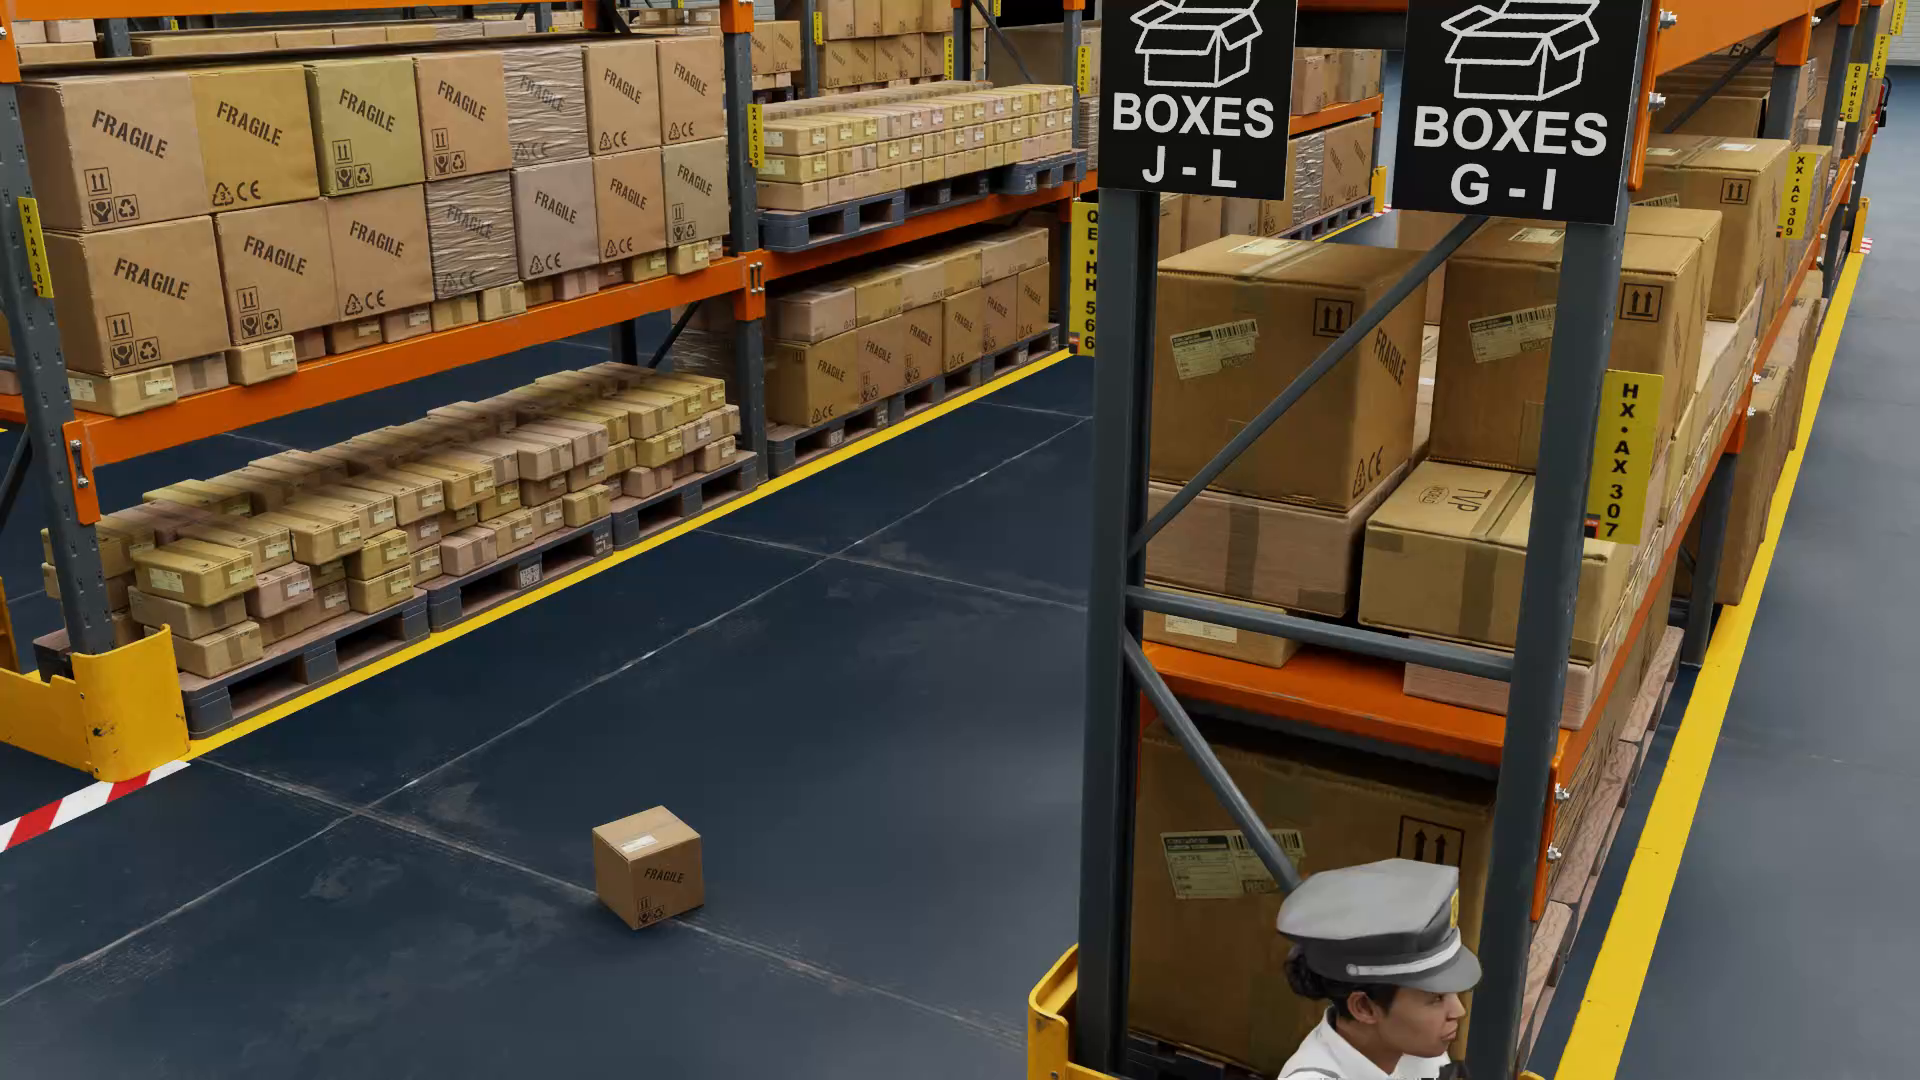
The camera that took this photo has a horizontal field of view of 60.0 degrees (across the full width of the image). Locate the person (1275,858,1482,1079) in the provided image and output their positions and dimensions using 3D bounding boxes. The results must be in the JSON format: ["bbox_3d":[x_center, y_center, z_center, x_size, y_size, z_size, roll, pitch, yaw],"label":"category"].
[{"bbox_3d":[0.548,1.226,2.528,0.594,1.669,0.506,13,24,33],"label":"person"}]
